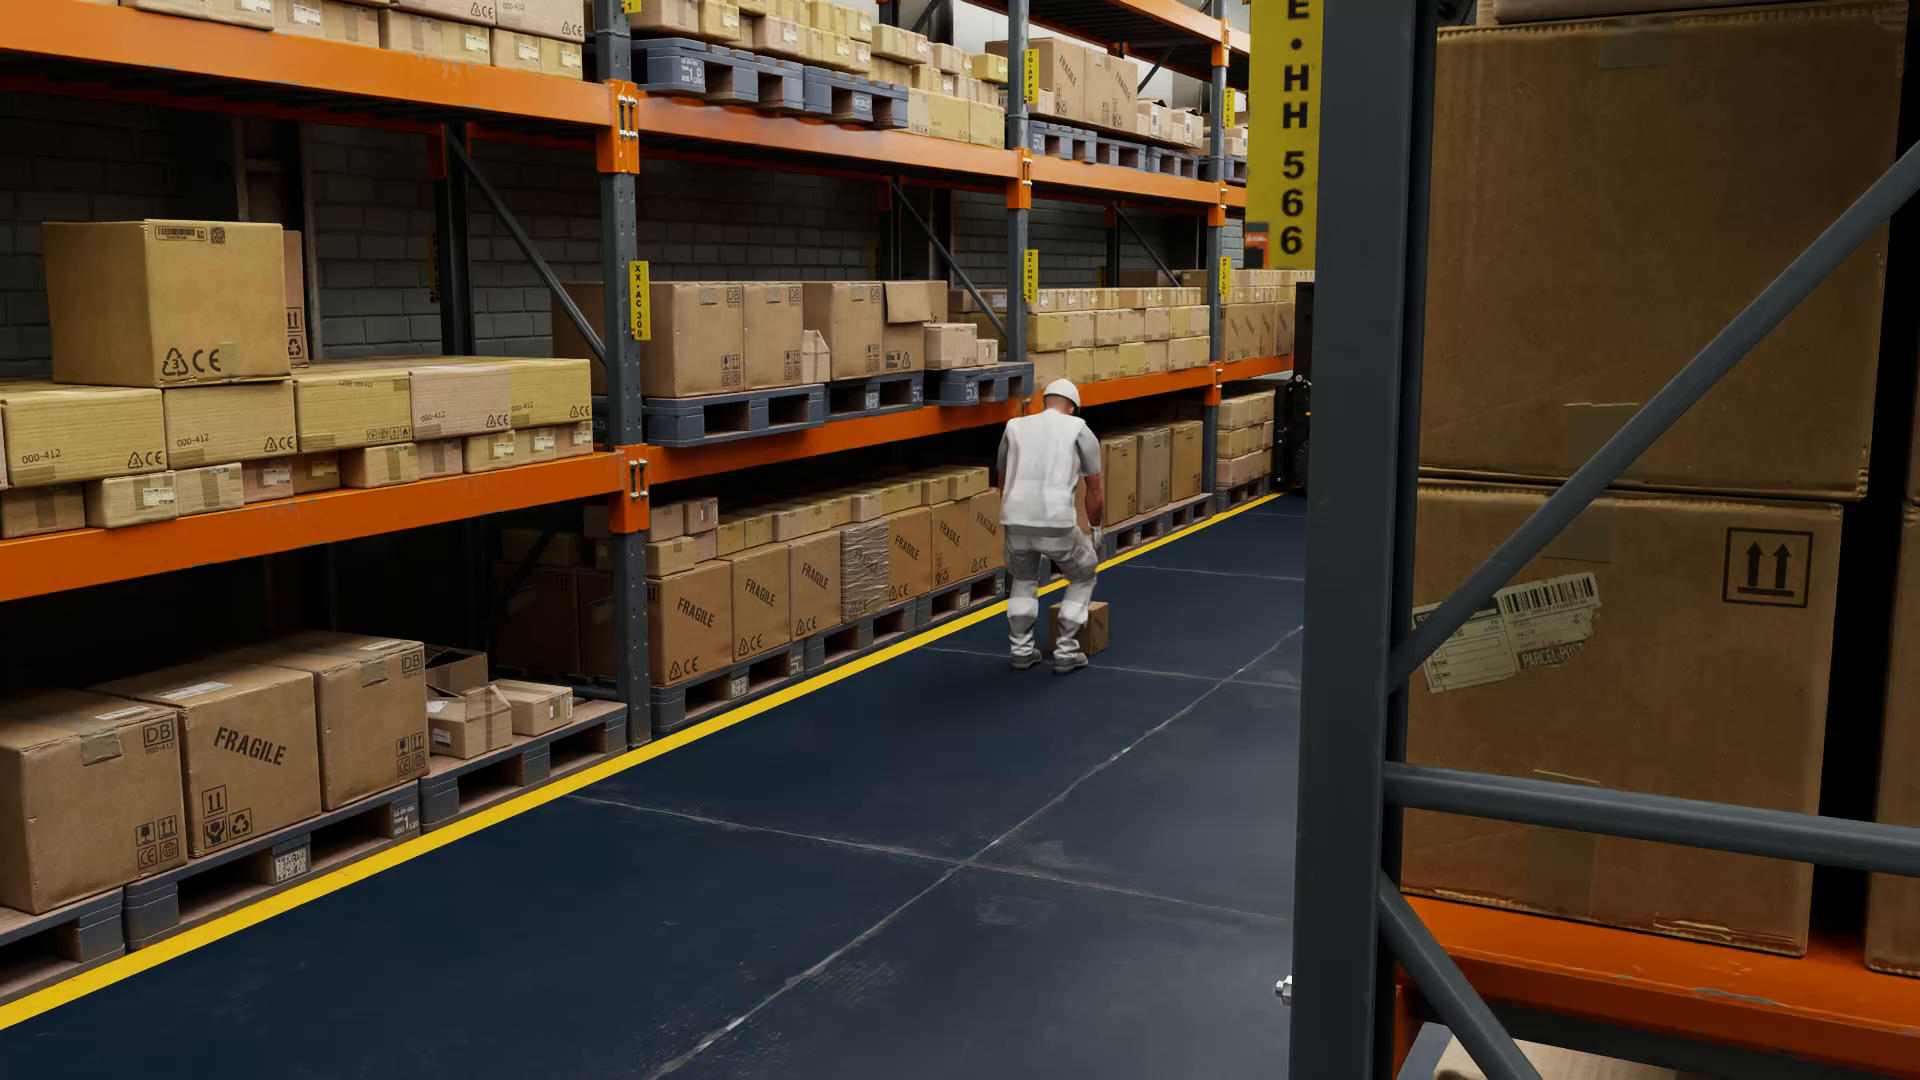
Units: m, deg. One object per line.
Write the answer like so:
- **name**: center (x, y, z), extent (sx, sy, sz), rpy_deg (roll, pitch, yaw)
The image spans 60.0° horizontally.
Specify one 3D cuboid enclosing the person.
- **person**: center (0.447, -0.081, 8.729), extent (0.581, 1.500, 0.711), rpy_deg (4, 10, 25)
